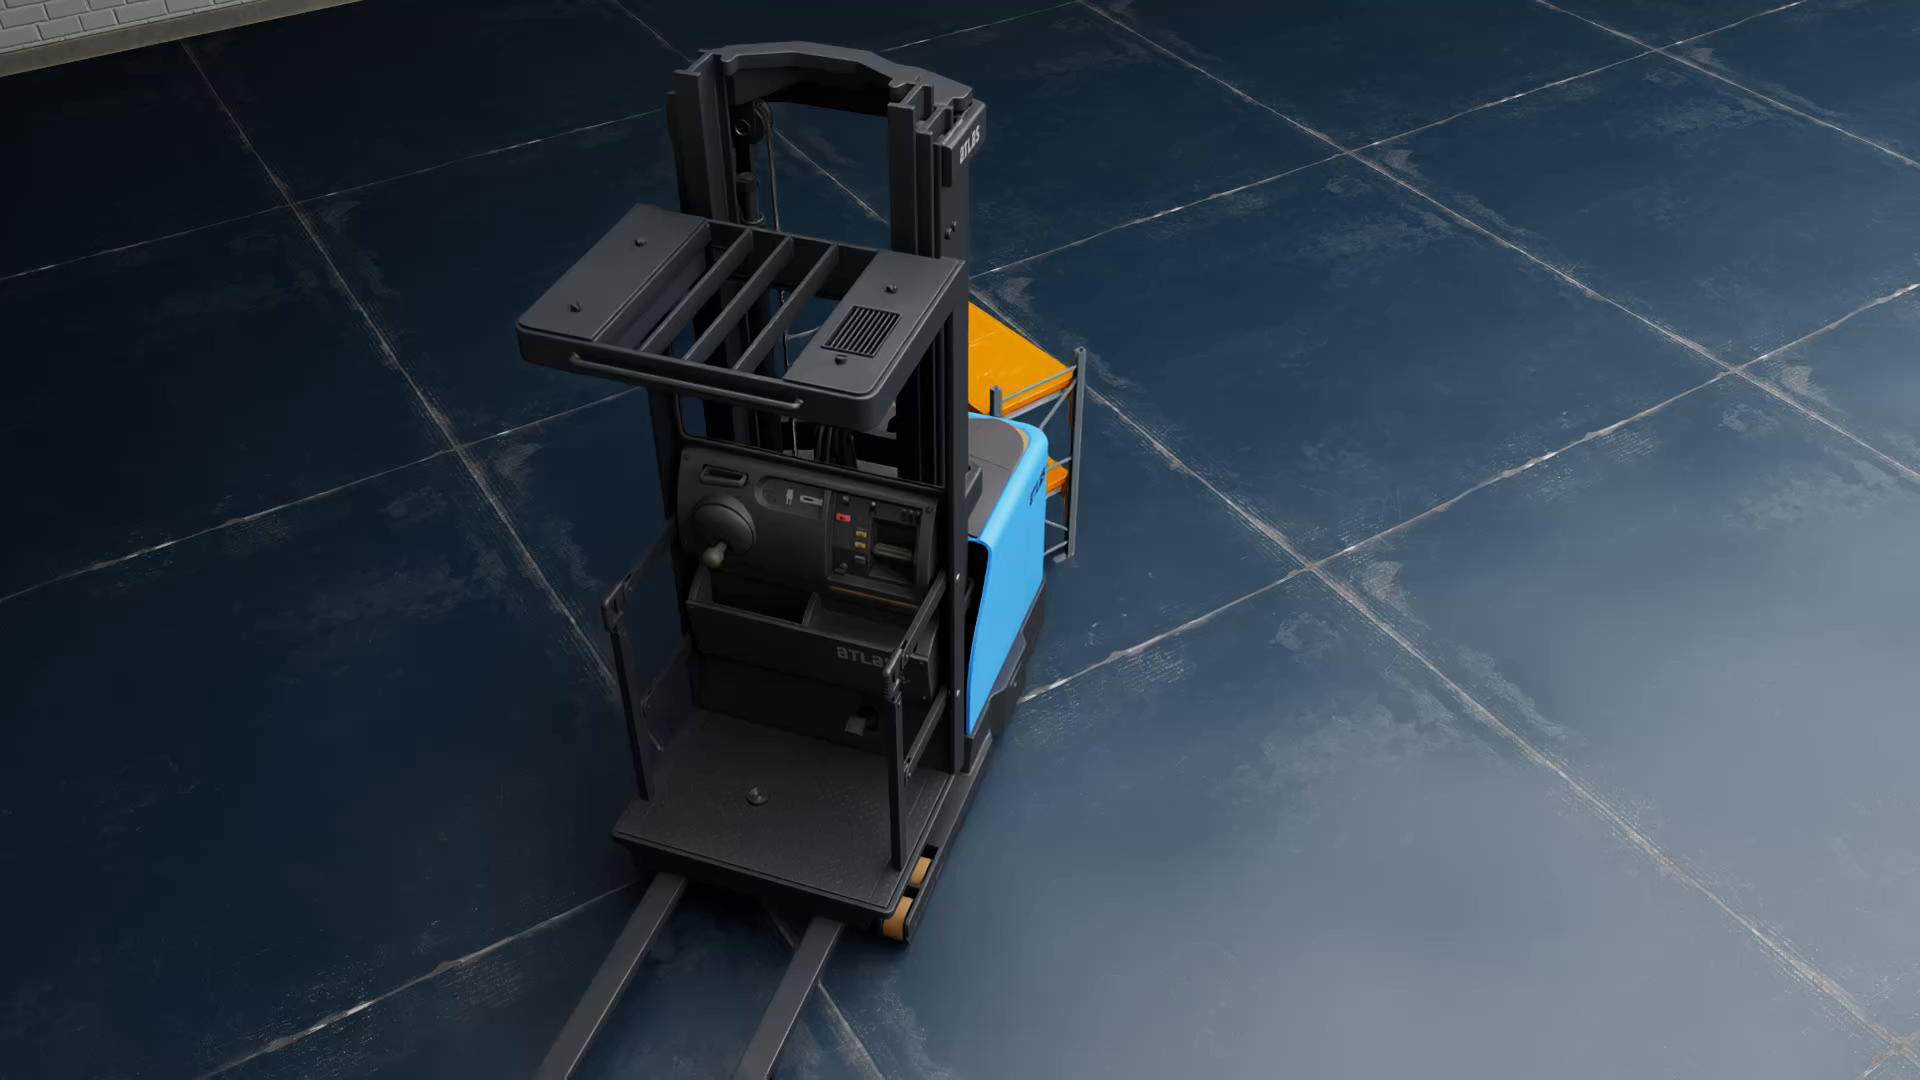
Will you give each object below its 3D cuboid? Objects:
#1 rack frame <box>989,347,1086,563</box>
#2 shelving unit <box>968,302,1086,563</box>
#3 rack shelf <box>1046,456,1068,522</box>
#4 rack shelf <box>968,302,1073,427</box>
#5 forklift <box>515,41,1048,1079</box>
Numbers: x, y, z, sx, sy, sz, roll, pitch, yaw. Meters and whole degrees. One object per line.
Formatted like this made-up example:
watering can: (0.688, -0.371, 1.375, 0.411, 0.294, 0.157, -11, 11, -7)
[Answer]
rack frame: (0.327, -0.280, 7.268, 0.500, 1.125, 0.032, -27, 47, -28)
shelving unit: (0.014, -0.536, 7.575, 0.538, 1.125, 1.048, -27, 47, -28)
rack shelf: (0.014, -0.348, 7.732, 0.538, 0.278, 1.000, -27, 47, -28)
rack shelf: (0.014, -0.761, 7.388, 0.538, 0.278, 1.000, -27, 47, -28)
forklift: (-0.595, 0.033, 5.482, 1.130, 2.935, 3.031, 13, 41, 15)
